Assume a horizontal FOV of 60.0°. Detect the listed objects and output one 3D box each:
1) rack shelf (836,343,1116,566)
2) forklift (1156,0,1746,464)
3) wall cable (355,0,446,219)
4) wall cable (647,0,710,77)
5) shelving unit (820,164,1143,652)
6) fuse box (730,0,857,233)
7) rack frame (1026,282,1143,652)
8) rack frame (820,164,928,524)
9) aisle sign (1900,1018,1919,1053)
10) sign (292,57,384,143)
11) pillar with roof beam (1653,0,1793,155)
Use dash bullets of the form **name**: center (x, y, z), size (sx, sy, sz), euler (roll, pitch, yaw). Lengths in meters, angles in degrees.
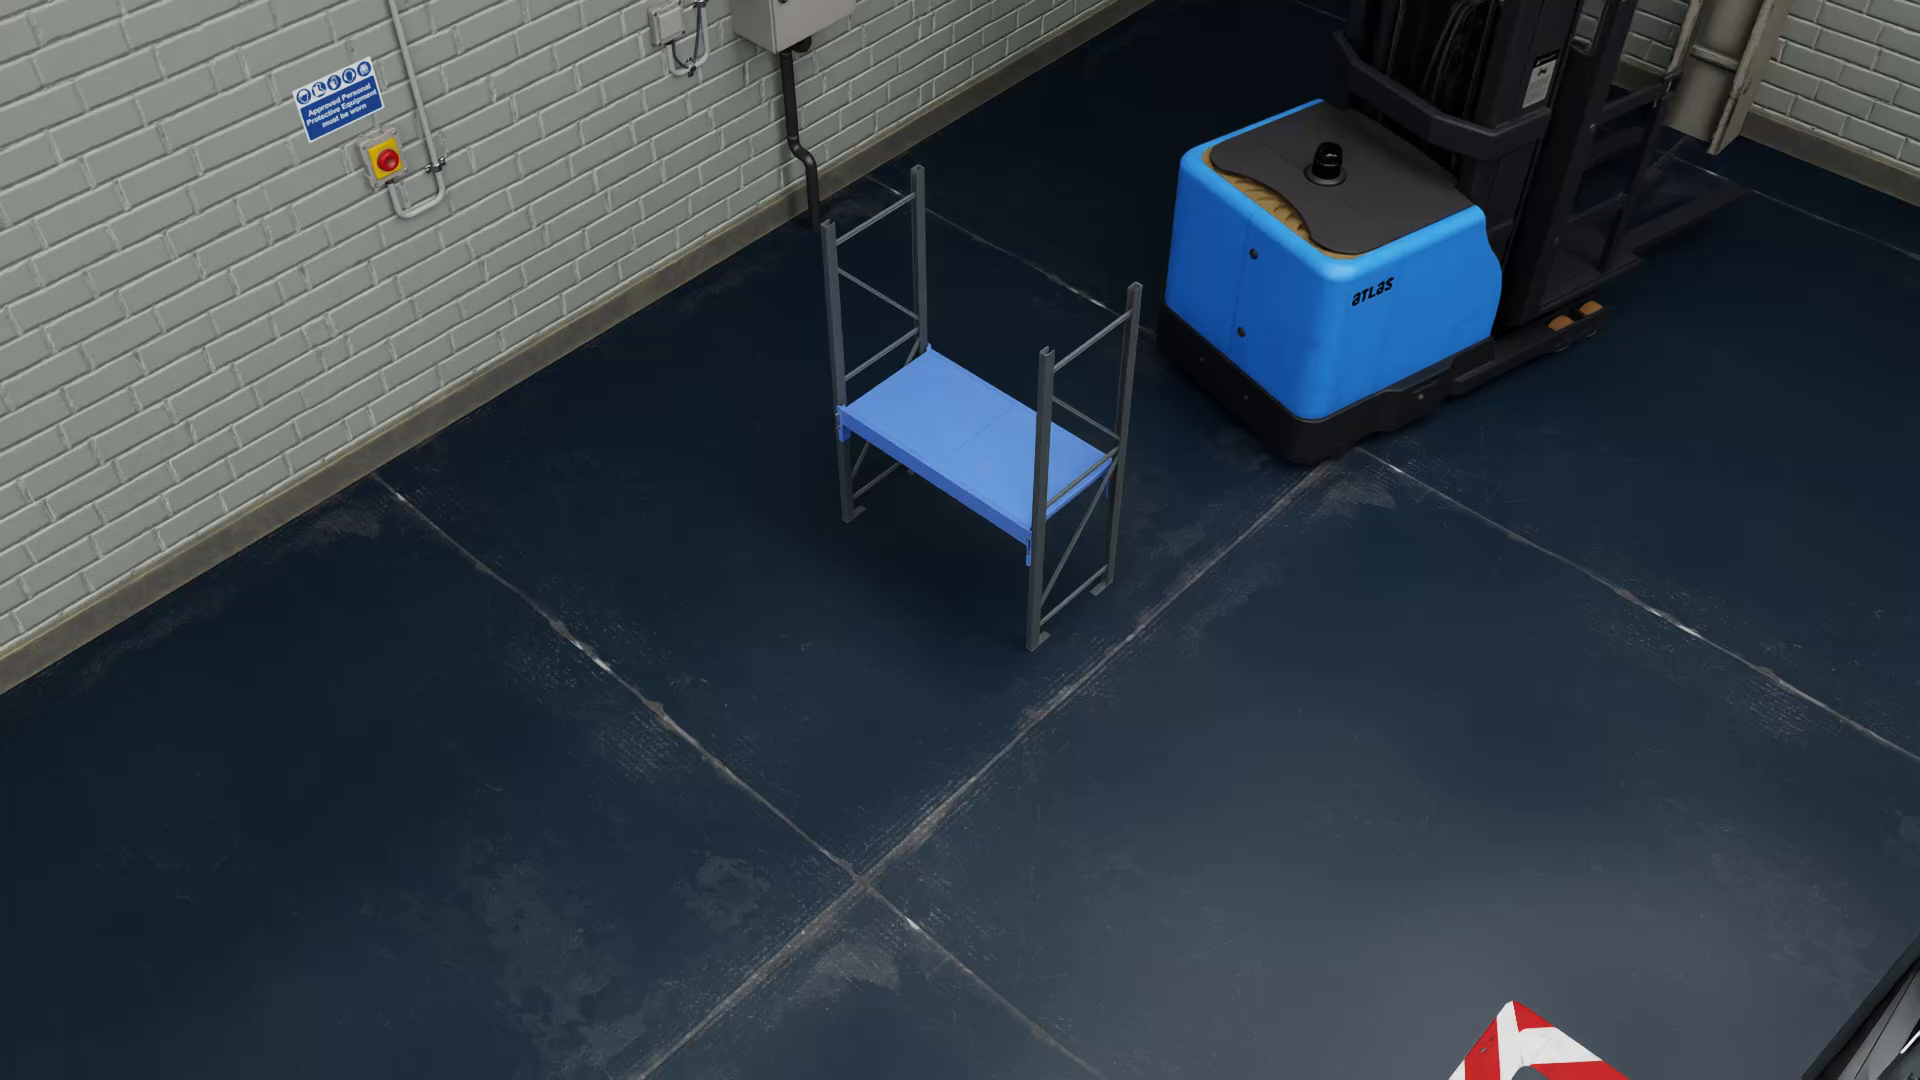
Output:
- **rack shelf**: center (0.063, -0.348, 6.403), size (1.000, 0.185, 0.538), euler (34, 55, 28)
- **forklift**: center (2.414, -2.171, 6.887), size (3.031, 2.935, 1.130), euler (-25, 52, -22)
- **wall cable**: center (-2.214, -1.888, 5.855), size (0.123, 1.953, 0.585), euler (34, 55, 28)
- **wall cable**: center (-1.261, -2.643, 6.586), size (0.122, 1.984, 0.588), euler (34, 55, 28)
- **shelving unit**: center (0.063, -0.471, 6.272), size (1.048, 1.500, 0.538), euler (34, 55, 28)
- **fuse box**: center (-0.682, -2.142, 7.696), size (0.414, 1.711, 0.539), euler (34, 55, 28)
- **rack frame**: center (0.436, -0.220, 6.036), size (0.032, 1.500, 0.500), euler (34, 55, 28)
- **rack frame**: center (-0.311, -0.723, 6.508), size (0.032, 1.500, 0.500), euler (34, 55, 28)
- **aisle sign**: center (1.695, 0.476, 2.571), size (0.004, 0.787, 0.394), euler (34, 55, 28)
- **sign**: center (-2.292, -1.626, 6.143), size (0.001, 0.218, 0.327), euler (34, 55, 28)
- **pillar with roof beam**: center (1.019, -2.978, 3.482), size (0.400, 9.000, 9.100), euler (34, 55, 28)
